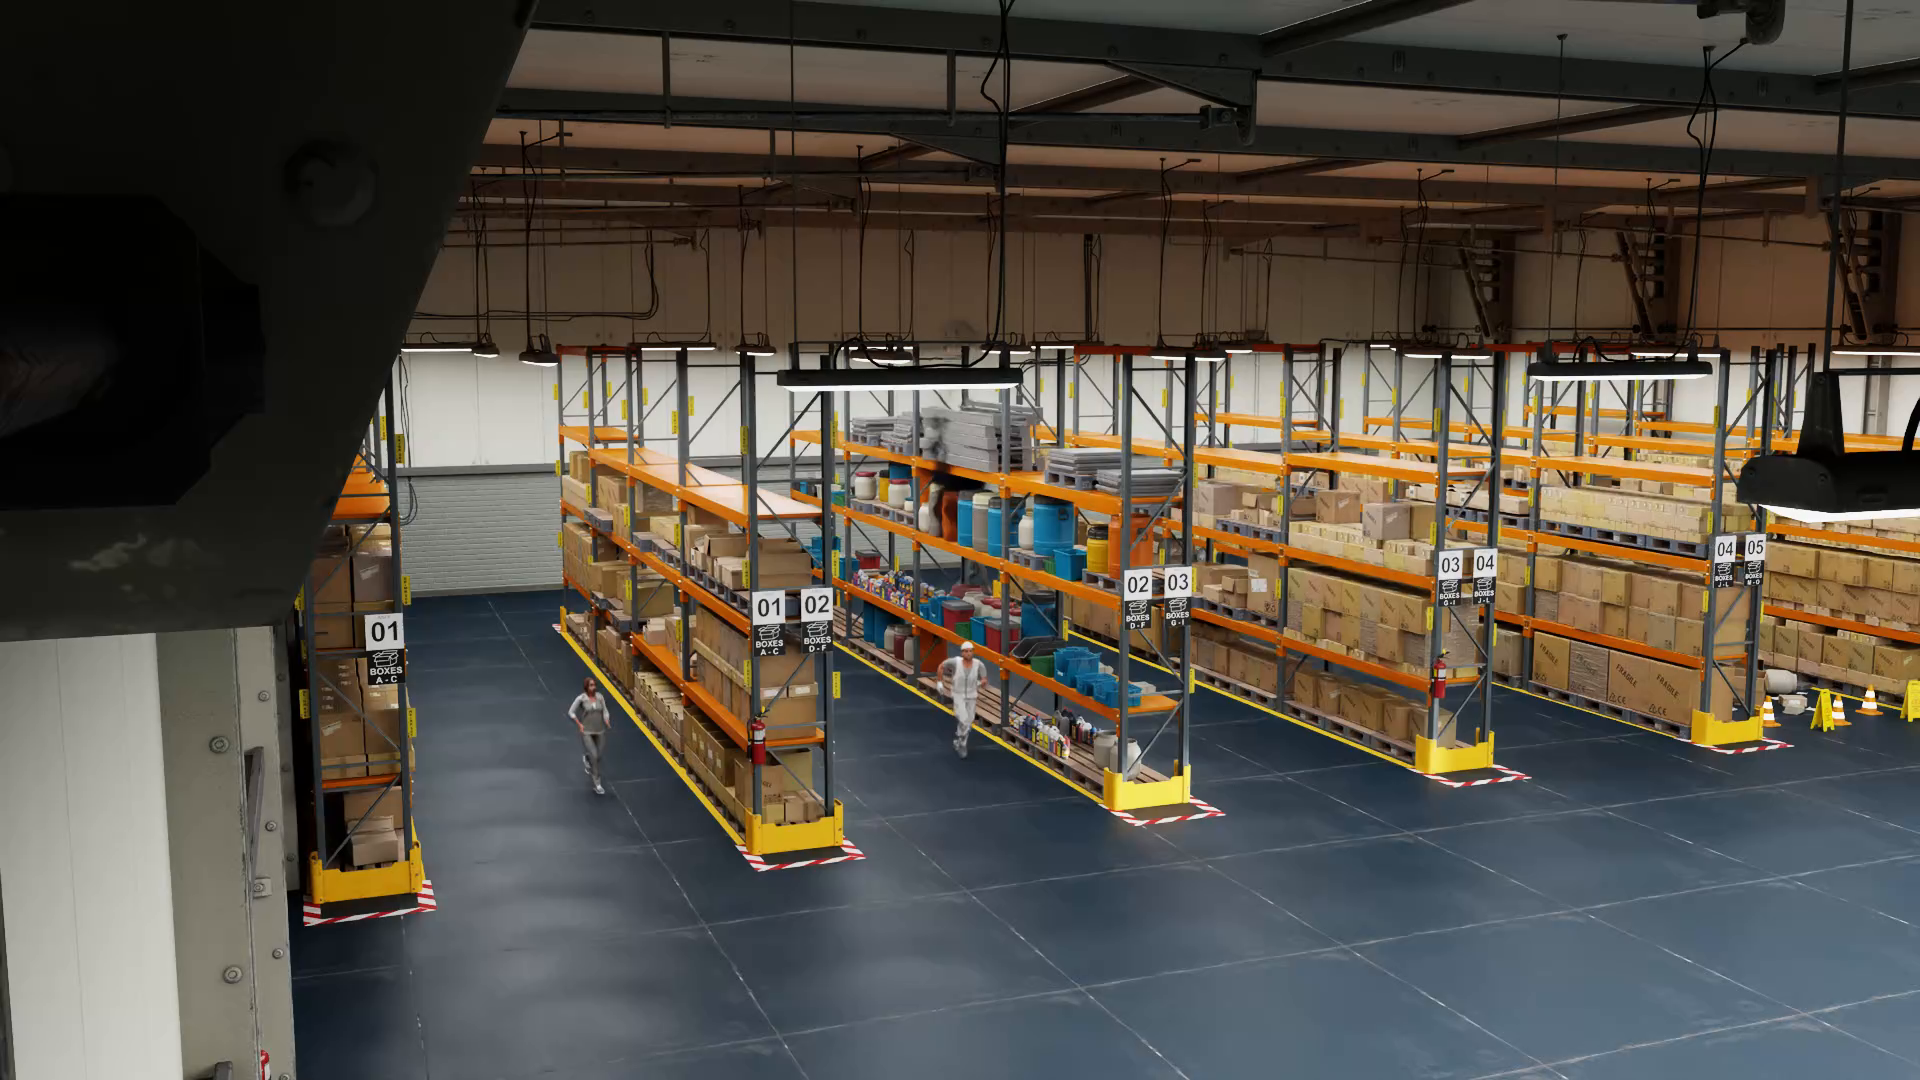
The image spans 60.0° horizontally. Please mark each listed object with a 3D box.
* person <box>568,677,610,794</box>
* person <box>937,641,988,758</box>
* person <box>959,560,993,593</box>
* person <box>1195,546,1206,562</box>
[{"bbox_3d":[-5.102,2.662,22.926,0.541,1.584,0.729,-5,9,-34],"label":"person"},{"bbox_3d":[0.055,2.338,24.480,0.697,1.746,0.811,-2,7,-14],"label":"person"},{"bbox_3d":[0.409,0.435,39.792,0.936,1.646,0.574,1,7,12],"label":"person"},{"bbox_3d":[6.162,0.203,41.620,0.835,1.743,0.760,2,8,17],"label":"person"}]
